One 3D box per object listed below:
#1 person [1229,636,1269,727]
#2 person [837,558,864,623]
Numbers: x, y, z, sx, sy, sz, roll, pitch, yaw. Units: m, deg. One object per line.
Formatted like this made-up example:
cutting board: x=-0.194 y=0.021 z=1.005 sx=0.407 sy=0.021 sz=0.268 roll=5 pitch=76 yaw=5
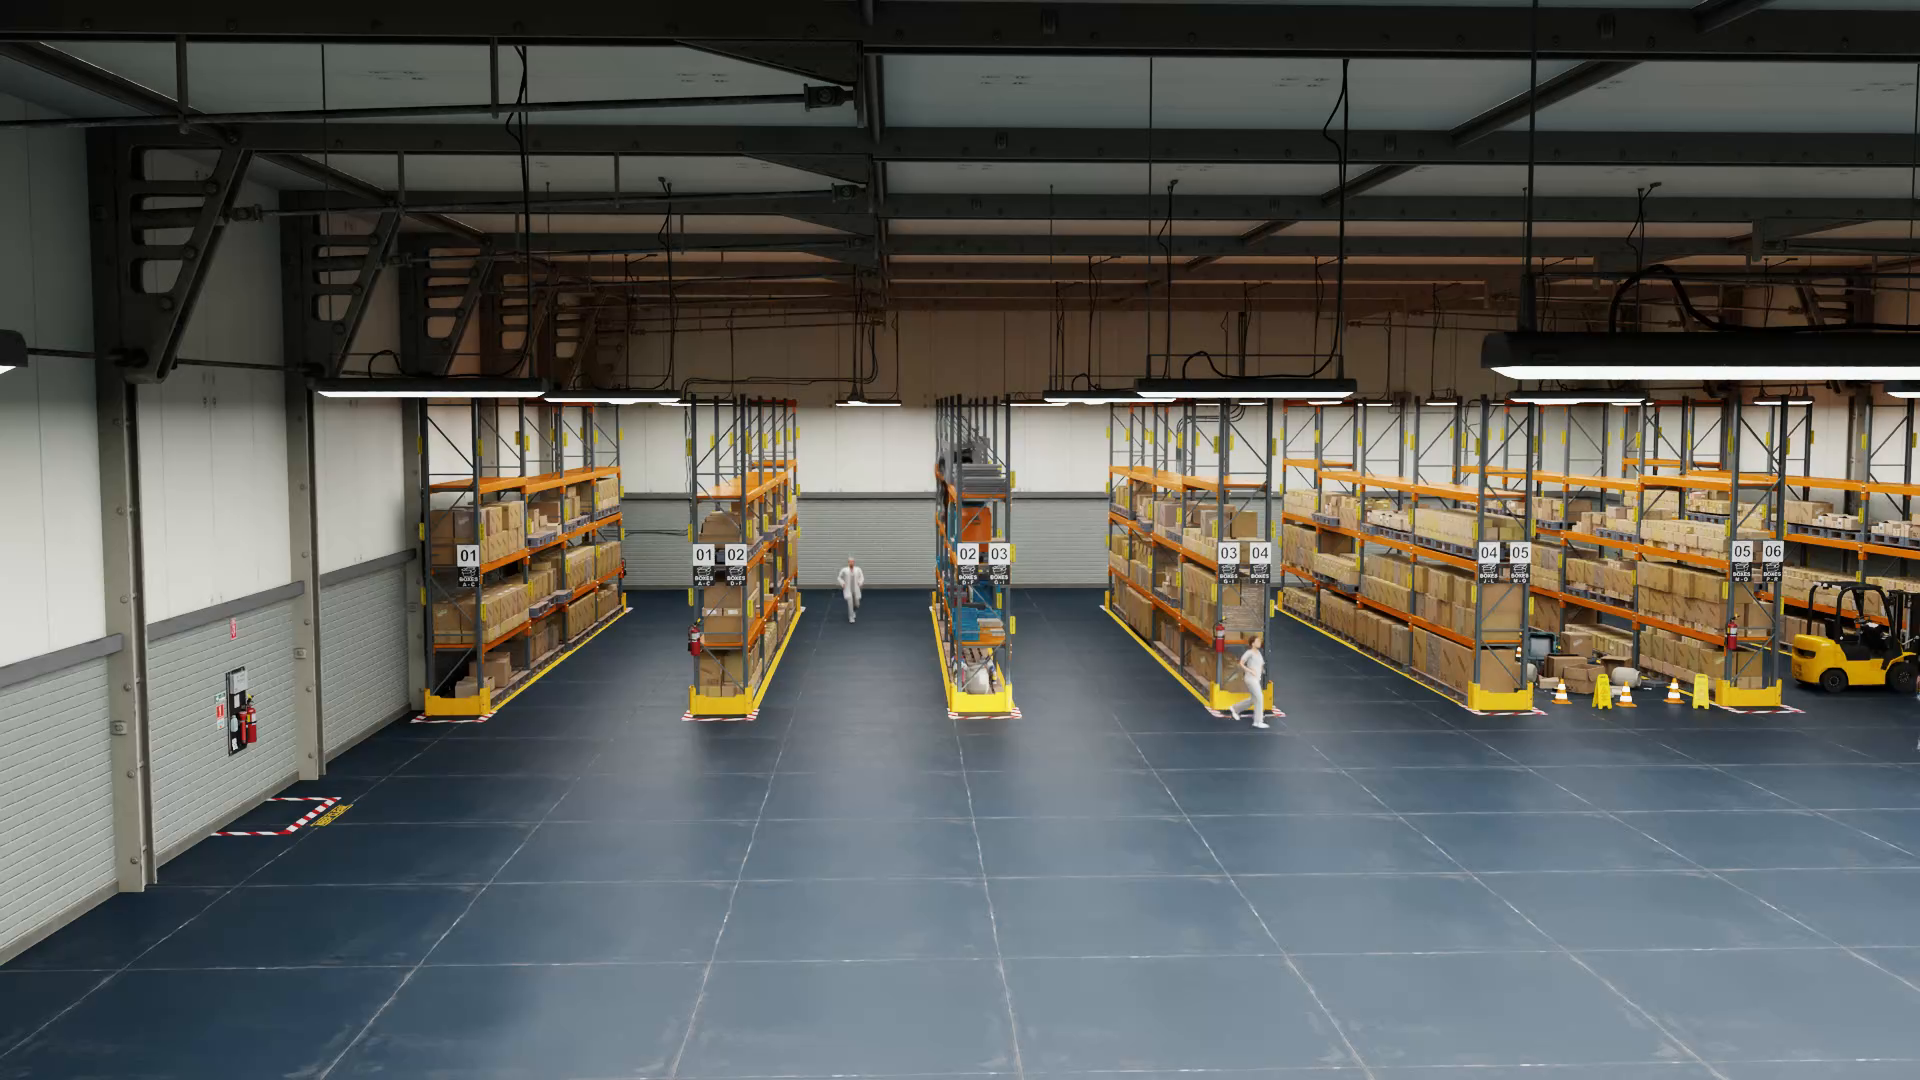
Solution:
person: x=5.306 y=2.554 z=30.184 sx=0.742 sy=1.656 sz=0.584 roll=3 pitch=6 yaw=36
person: x=-2.927 y=1.343 z=44.670 sx=0.712 sy=1.728 sz=0.730 roll=-1 pitch=5 yaw=-13
